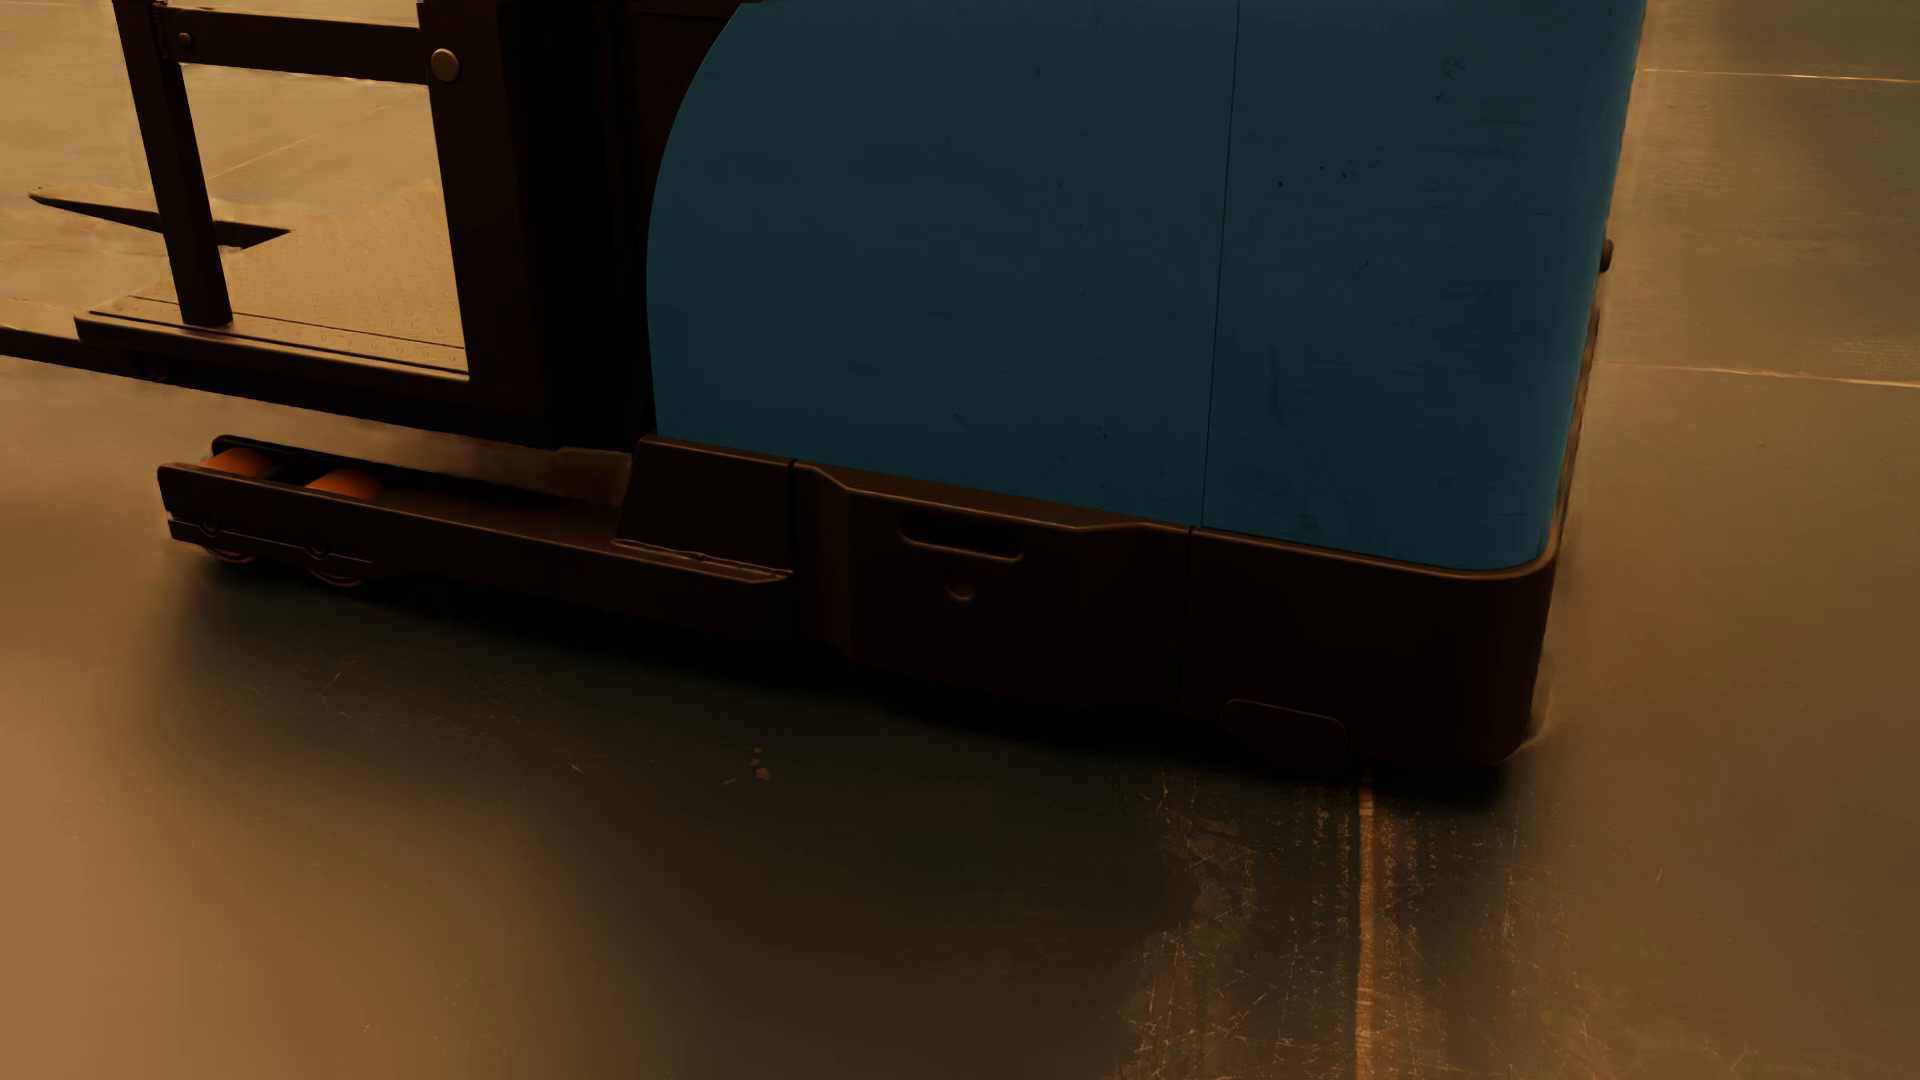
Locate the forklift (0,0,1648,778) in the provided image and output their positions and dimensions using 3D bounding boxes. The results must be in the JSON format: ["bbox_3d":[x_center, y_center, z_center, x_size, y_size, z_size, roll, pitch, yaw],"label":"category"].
[{"bbox_3d":[-0.606,-1.449,2.118,3.031,2.935,1.130,10,29,19],"label":"forklift"}]
